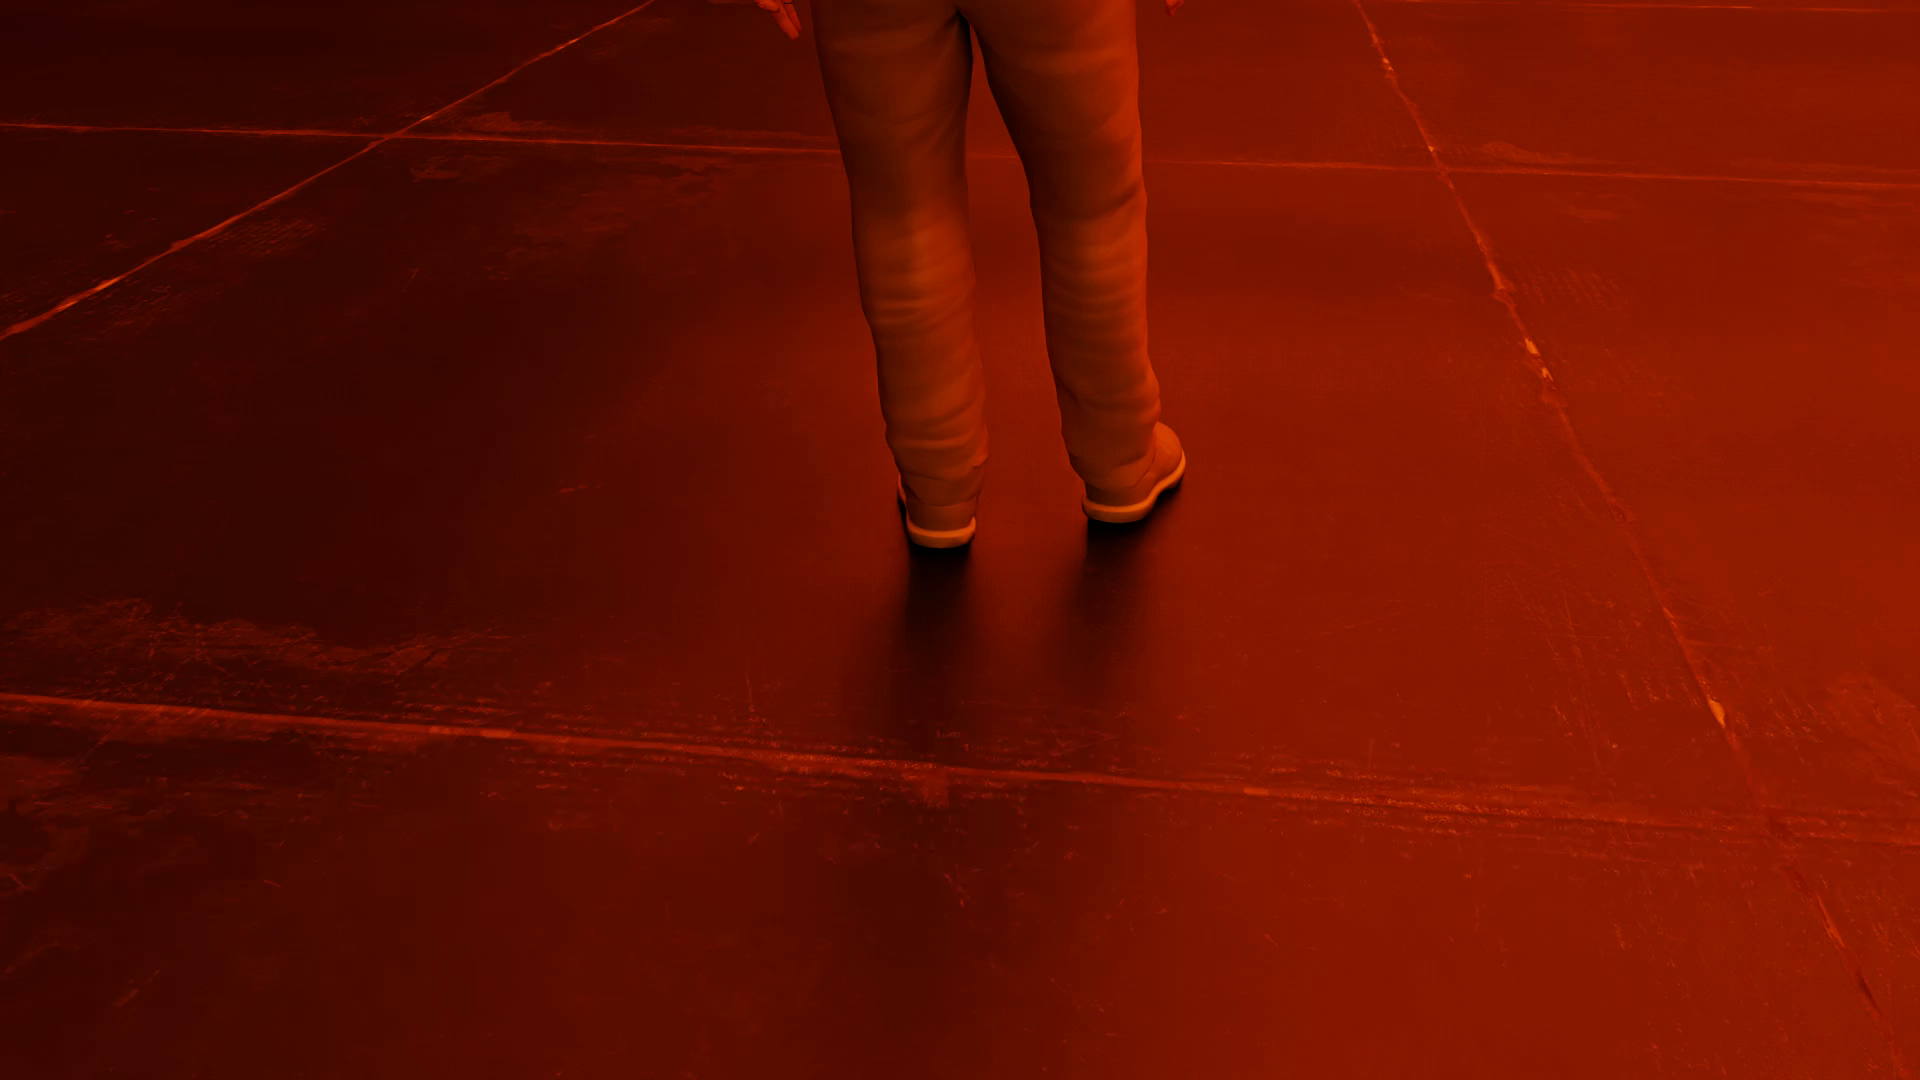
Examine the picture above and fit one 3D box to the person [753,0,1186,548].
[{"bbox_3d":[0.023,-0.820,2.189,0.641,1.727,0.550,3,27,7],"label":"person"}]
